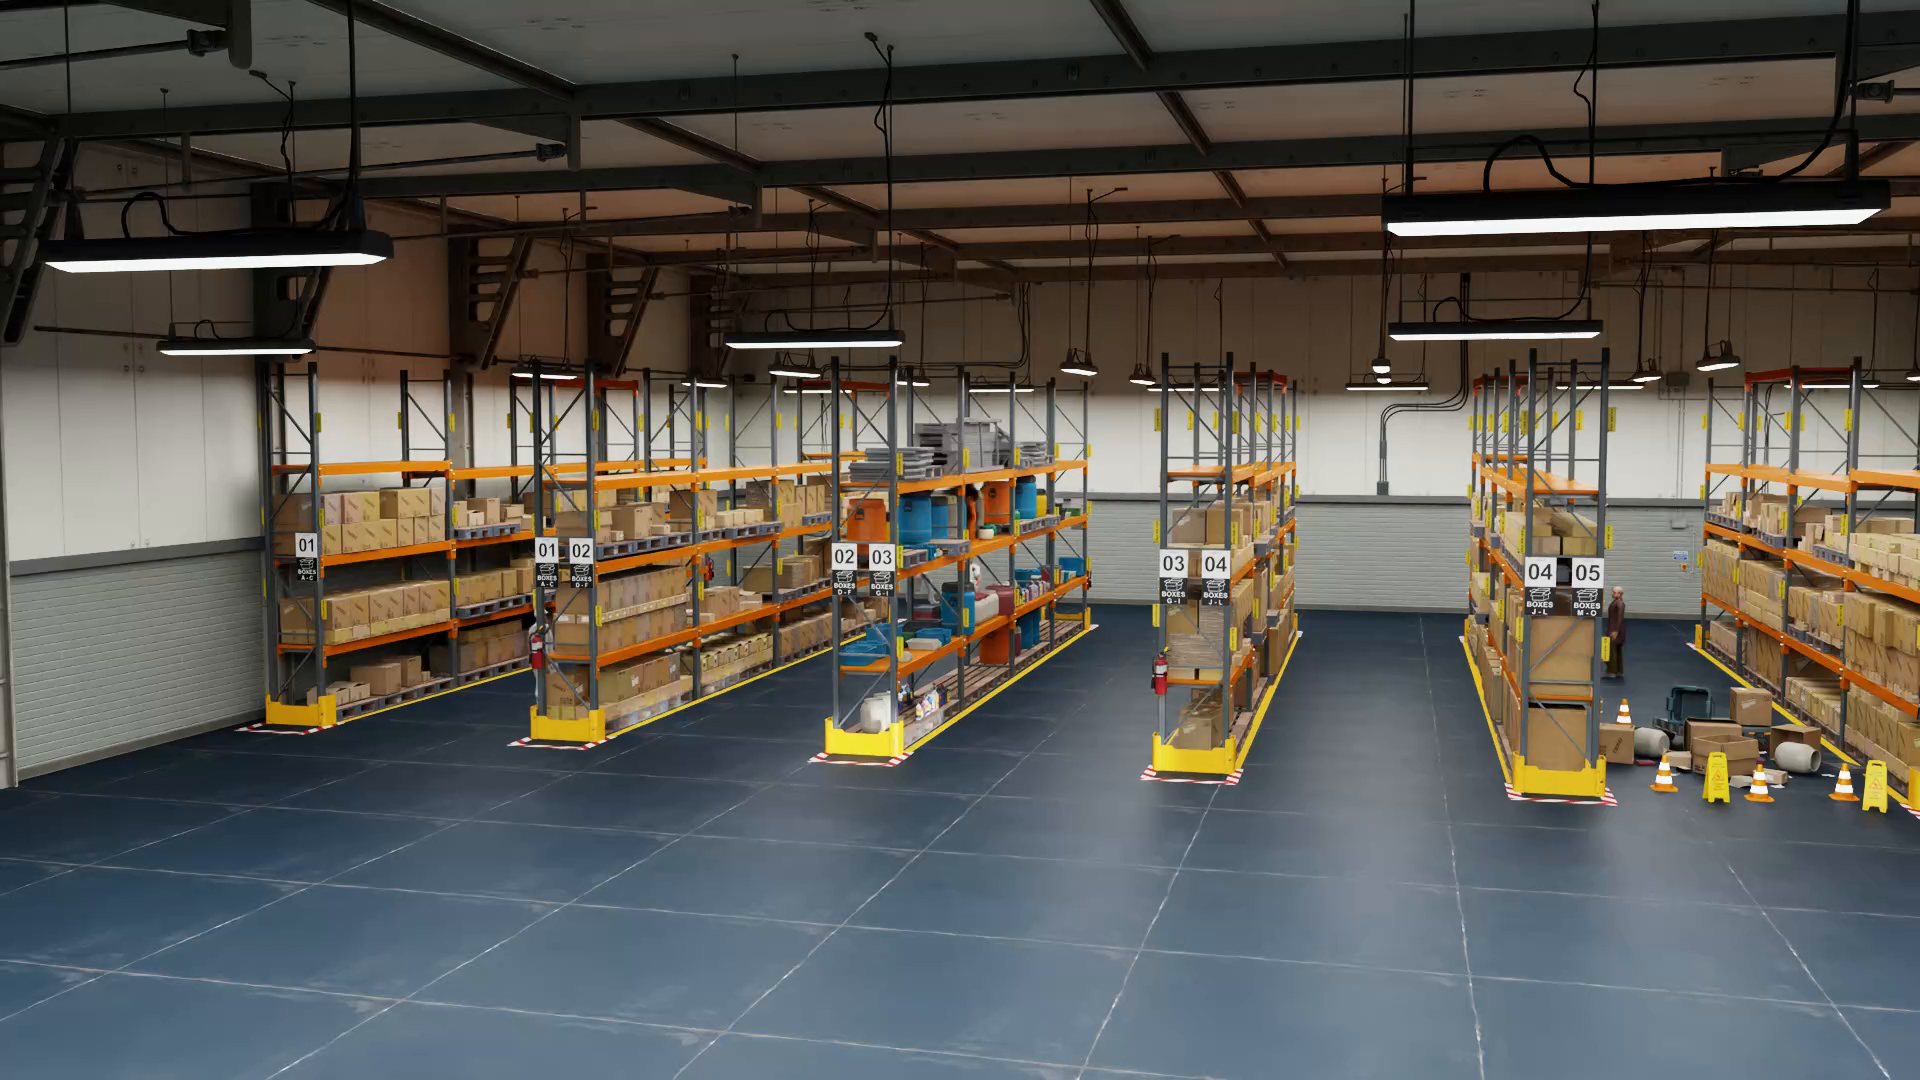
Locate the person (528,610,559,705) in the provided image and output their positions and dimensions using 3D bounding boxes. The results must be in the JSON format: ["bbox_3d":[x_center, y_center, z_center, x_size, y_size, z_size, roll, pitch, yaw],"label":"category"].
[{"bbox_3d":[-7.262,2.072,29.022,0.517,1.795,0.622,3,5,35],"label":"person"}]

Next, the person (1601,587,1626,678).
[{"bbox_3d":[12.919,1.810,32.845,0.470,1.784,0.631,3,5,36],"label":"person"}]

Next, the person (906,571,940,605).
[{"bbox_3d":[-1.018,0.921,45.814,0.984,1.737,0.636,3,5,33],"label":"person"}]

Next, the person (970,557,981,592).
[{"bbox_3d":[0.229,1.176,41.818,0.606,1.704,1.078,1,4,19],"label":"person"}]
